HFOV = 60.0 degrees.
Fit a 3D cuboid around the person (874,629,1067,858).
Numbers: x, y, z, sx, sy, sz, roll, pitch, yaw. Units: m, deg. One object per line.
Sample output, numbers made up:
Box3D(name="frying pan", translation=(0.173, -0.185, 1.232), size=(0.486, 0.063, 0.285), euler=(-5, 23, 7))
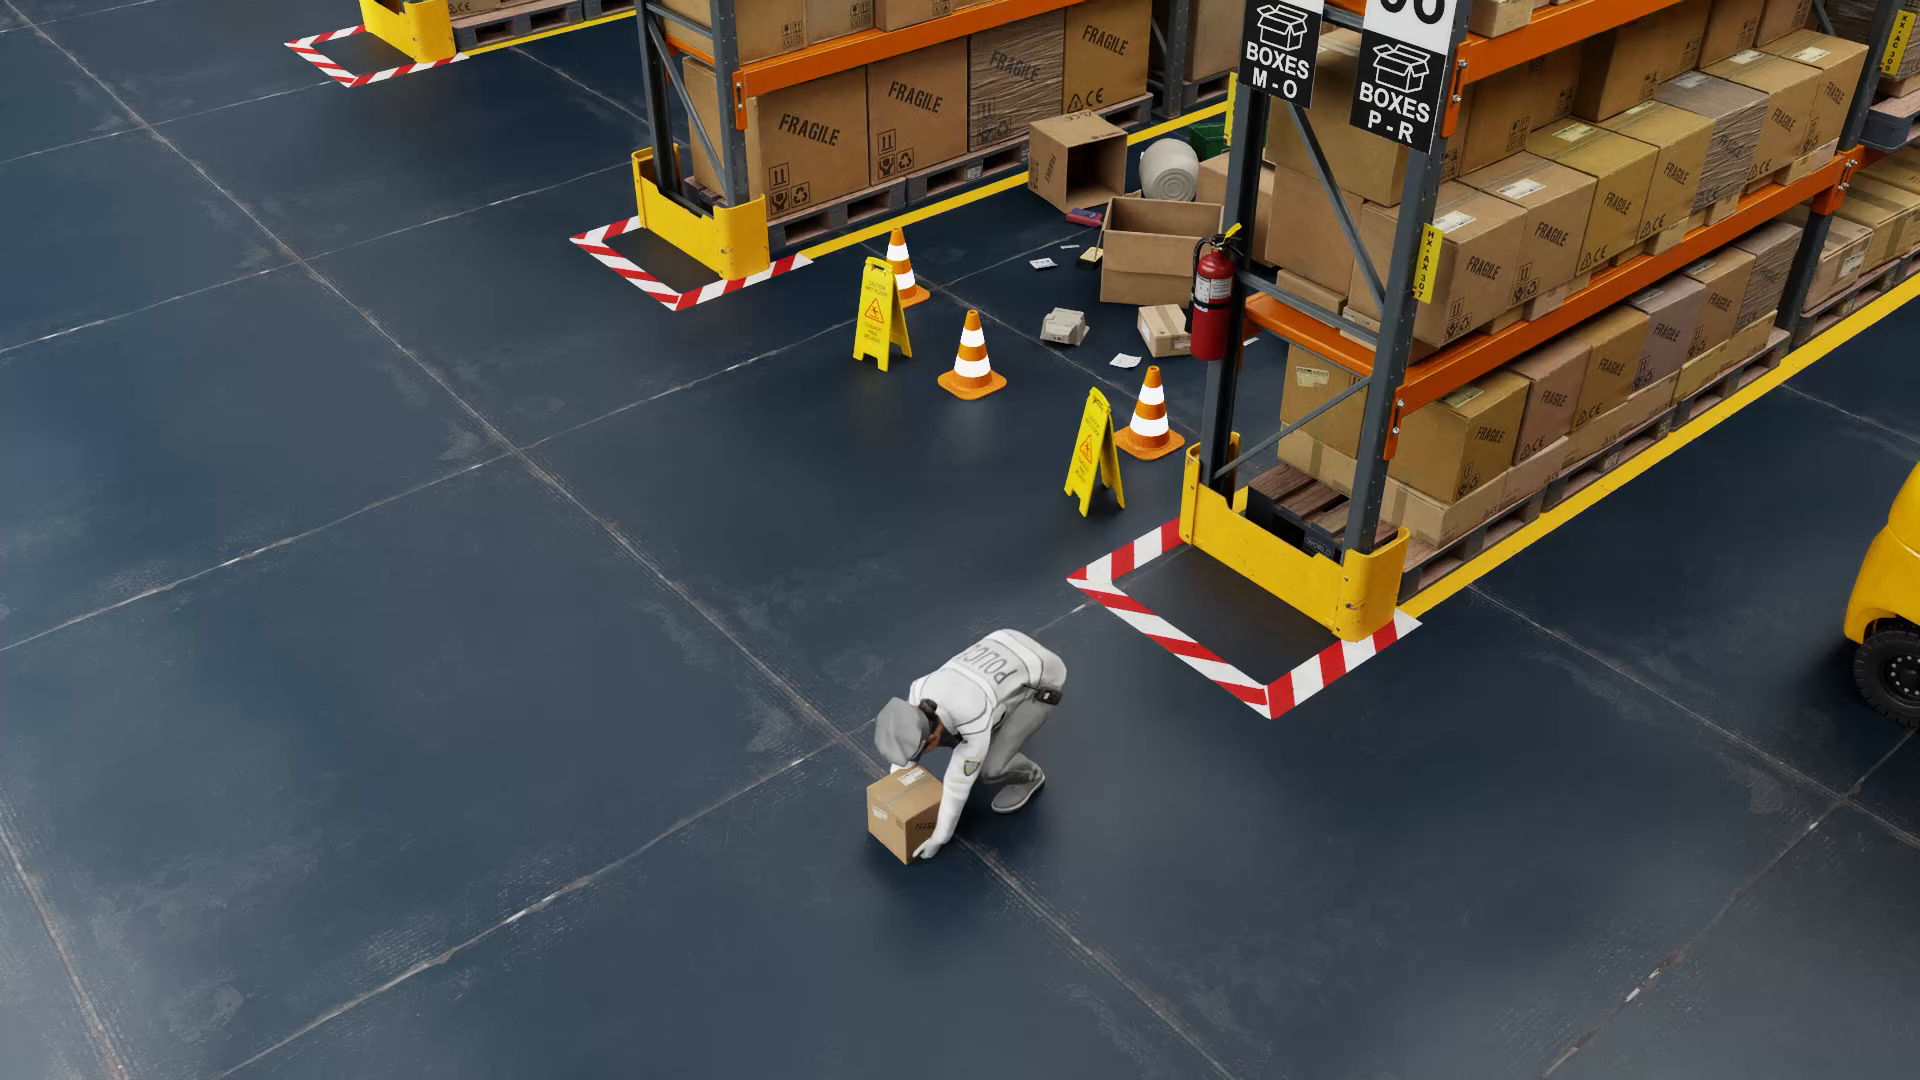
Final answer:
Box3D(name="person", translation=(0.034, 0.796, 6.775), size=(0.914, 0.763, 0.455), euler=(-28, 44, -32))
